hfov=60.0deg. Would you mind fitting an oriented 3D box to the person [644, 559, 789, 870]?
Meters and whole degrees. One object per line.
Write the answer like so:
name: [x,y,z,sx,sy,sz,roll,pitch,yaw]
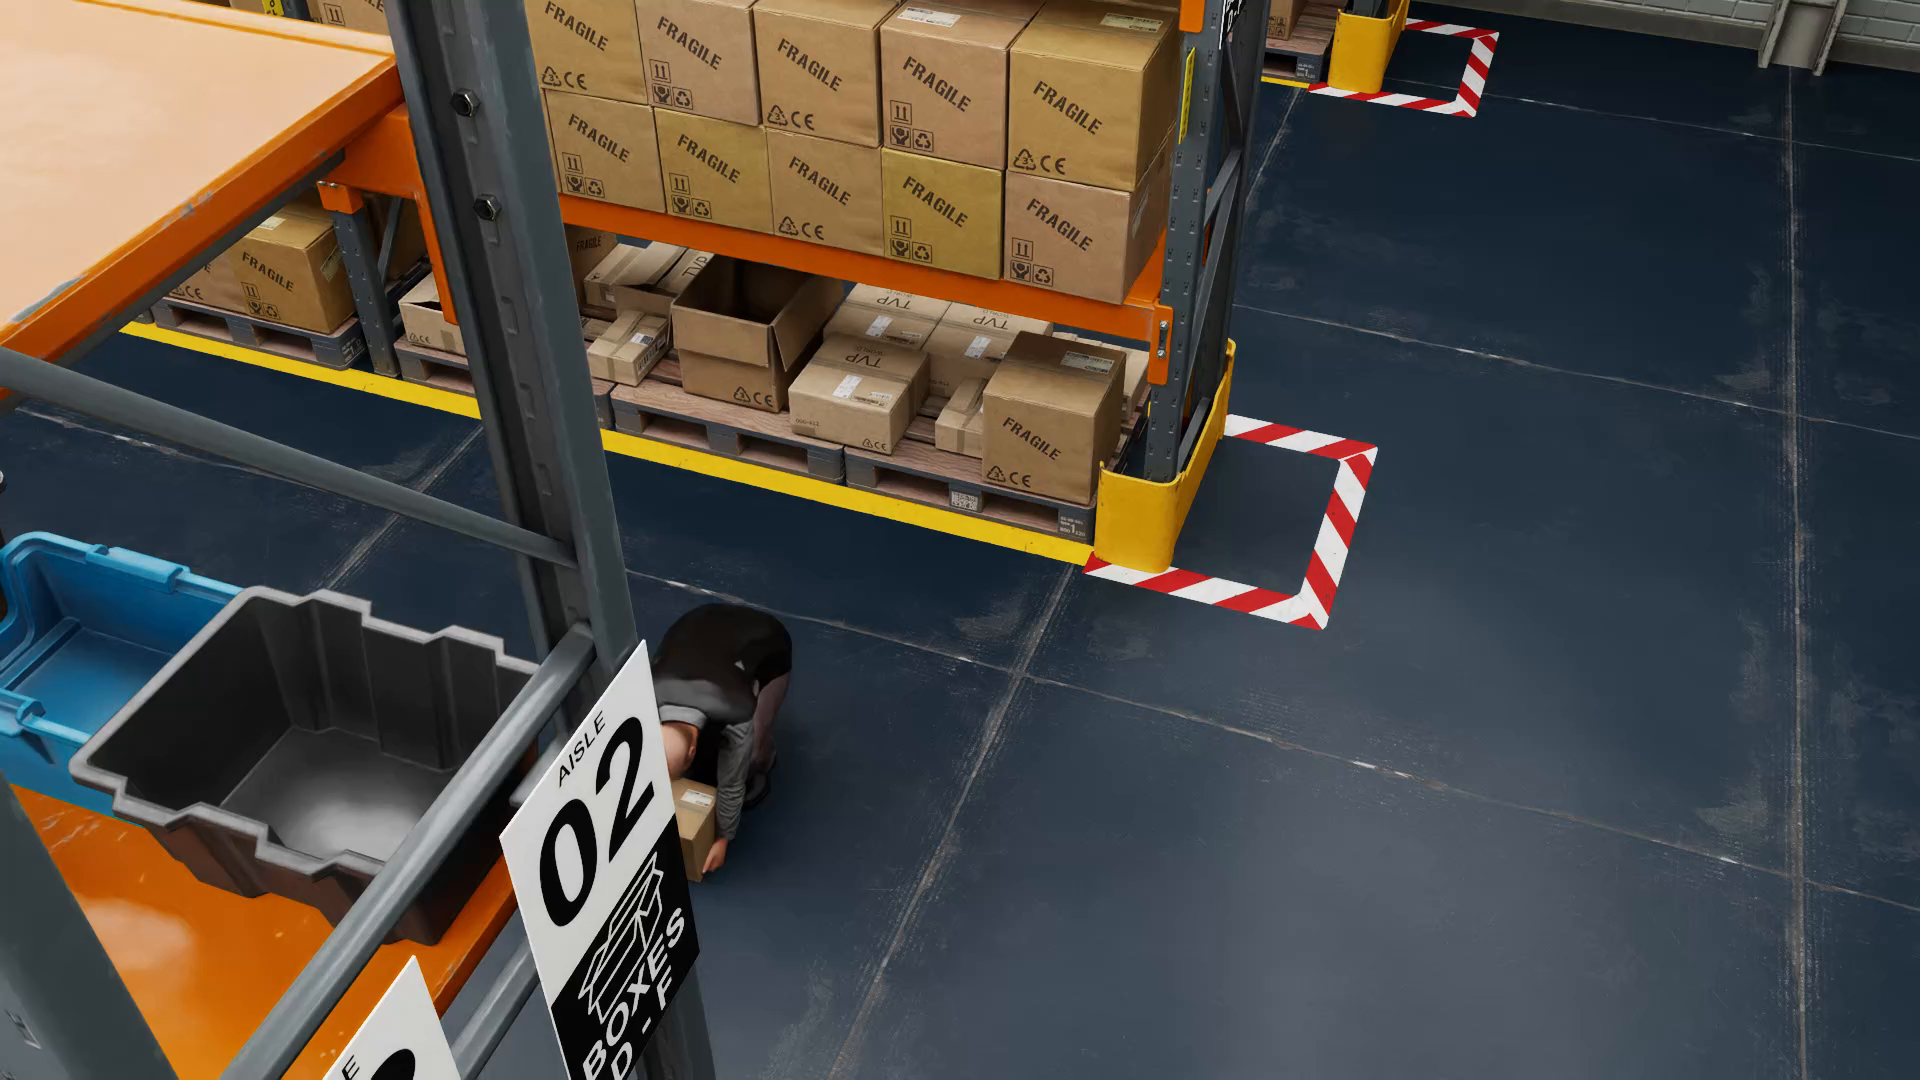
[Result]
person: [-0.929,0.626,6.072,0.498,0.924,0.947,12,43,13]
